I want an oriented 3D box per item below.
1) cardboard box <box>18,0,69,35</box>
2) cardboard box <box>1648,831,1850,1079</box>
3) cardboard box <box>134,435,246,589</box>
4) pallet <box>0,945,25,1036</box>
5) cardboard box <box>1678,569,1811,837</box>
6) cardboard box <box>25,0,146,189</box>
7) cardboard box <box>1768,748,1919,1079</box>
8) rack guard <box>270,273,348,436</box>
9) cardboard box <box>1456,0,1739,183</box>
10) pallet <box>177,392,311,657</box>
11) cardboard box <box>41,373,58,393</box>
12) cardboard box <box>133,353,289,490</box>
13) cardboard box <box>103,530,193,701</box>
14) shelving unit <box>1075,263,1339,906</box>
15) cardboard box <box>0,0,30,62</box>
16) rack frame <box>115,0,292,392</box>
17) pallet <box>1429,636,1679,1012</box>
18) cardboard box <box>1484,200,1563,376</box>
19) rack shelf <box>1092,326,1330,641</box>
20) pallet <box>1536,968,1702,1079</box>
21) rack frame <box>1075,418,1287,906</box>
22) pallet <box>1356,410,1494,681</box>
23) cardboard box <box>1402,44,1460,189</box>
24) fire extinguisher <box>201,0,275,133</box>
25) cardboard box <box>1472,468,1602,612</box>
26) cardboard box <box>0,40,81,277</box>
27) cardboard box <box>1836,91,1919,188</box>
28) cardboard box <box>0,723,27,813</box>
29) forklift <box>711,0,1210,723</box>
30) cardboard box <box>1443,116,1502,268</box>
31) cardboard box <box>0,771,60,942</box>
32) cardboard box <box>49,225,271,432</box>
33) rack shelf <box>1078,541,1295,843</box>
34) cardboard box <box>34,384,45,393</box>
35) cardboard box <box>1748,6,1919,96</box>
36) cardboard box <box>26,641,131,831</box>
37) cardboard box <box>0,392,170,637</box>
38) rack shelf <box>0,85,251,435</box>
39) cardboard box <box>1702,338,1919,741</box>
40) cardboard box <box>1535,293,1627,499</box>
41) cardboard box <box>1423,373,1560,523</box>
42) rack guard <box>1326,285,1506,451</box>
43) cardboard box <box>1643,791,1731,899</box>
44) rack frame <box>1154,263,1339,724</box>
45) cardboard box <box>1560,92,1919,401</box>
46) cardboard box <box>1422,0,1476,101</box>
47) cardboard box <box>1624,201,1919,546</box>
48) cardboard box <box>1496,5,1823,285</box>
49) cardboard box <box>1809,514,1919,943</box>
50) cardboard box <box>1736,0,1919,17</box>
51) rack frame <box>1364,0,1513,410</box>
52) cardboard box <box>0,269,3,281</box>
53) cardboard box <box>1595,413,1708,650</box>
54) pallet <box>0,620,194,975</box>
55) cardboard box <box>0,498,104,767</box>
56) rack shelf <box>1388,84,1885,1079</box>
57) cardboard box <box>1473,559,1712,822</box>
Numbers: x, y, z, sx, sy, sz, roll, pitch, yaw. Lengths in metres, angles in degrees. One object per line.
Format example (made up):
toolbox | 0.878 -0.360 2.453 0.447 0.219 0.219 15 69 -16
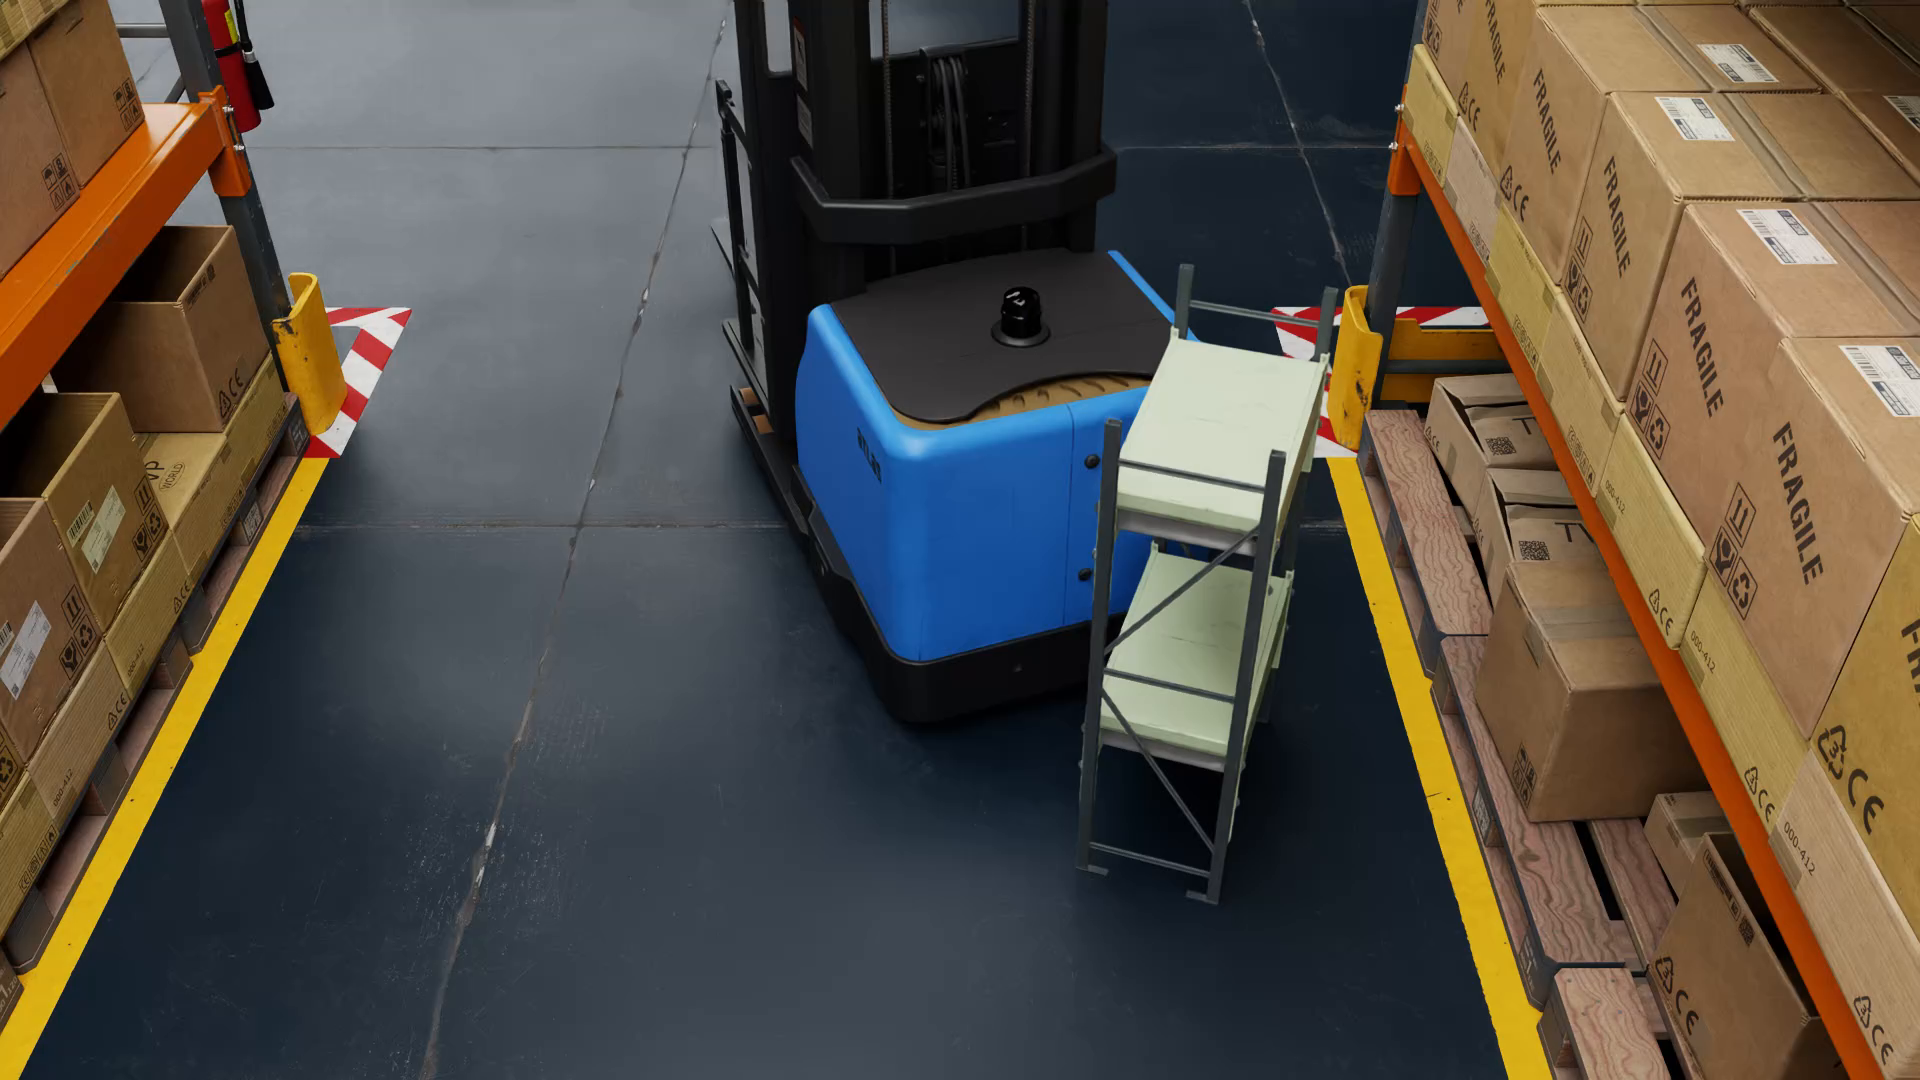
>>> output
cardboard box | -2.769 -1.541 4.676 0.380 0.149 0.250 1 39 1
cardboard box | 1.955 0.999 3.752 0.500 0.500 0.500 -3 39 -3
cardboard box | -2.653 -0.095 5.332 0.500 0.250 0.500 0 39 0
pallet | -2.916 1.441 3.783 1.003 0.211 1.213 0 39 0
cardboard box | 1.701 0.287 3.097 0.500 0.250 0.500 0 39 0
cardboard box | -2.974 -1.399 5.017 0.700 0.500 0.500 0 39 0
cardboard box | 1.693 0.599 2.708 0.500 0.250 0.500 0 39 0
rack guard | -2.962 -0.691 6.213 1.175 0.500 0.348 0 39 0
cardboard box | 1.683 -1.292 4.467 0.500 0.500 0.500 0 39 0
pallet | -2.919 -0.085 5.687 1.003 0.211 1.213 0 39 0
cardboard box | -3.184 -0.407 5.722 0.500 0.250 0.500 0 39 0
cardboard box | -2.666 -0.407 5.723 0.500 0.250 0.500 0 39 0
cardboard box | -2.651 0.218 4.942 0.500 0.250 0.500 0 39 0
shelving unit | 0.631 0.145 4.370 0.431 1.500 0.755 12 40 15
cardboard box | -2.769 -1.381 4.476 0.380 0.149 0.250 -1 39 -1
rack frame | -2.962 -1.652 5.412 1.000 3.000 0.127 0 39 0
pallet | 1.956 0.747 4.649 1.003 0.211 1.213 0 39 0
cardboard box | 1.685 -0.658 4.276 0.500 0.250 0.500 -1 39 -1
rack shelf | 0.631 -0.160 4.126 0.431 0.370 0.720 12 40 15
pallet | 1.960 1.512 3.694 1.003 0.211 1.213 0 39 0
rack frame | 0.513 0.361 4.100 0.400 1.500 0.023 12 40 15
pallet | 1.958 -0.014 5.598 1.003 0.211 1.213 0 39 0
cardboard box | 1.675 -1.301 5.079 0.500 0.250 0.500 -1 39 -1
fire extinguisher | -2.497 -1.696 5.529 0.296 0.674 0.183 0 39 0
cardboard box | 1.903 0.009 5.138 0.500 0.311 0.500 3 39 4
cardboard box | -2.969 -1.070 4.607 0.700 0.500 0.500 1 39 1
cardboard box | 2.201 -0.652 3.669 0.500 0.500 0.500 0 39 1
cardboard box | -2.646 0.551 3.927 0.500 0.500 0.500 0 39 0
forklift | -0.217 -1.523 5.307 1.130 2.935 3.031 -13 41 -16
cardboard box | 1.690 -0.977 4.674 0.500 0.250 0.500 -1 39 -1
cardboard box | -2.645 0.843 4.162 0.500 0.250 0.500 0 39 0
cardboard box | -2.663 -0.700 5.488 0.500 0.500 0.500 0 39 0
rack shelf | 0.631 0.399 4.574 0.431 0.370 0.720 12 40 15
cardboard box | -3.181 -0.387 5.097 0.500 0.500 0.500 0 39 0
cardboard box | 2.201 -0.967 4.062 0.500 0.500 0.500 -1 39 -1
cardboard box | -2.652 0.531 4.552 0.500 0.250 0.500 0 39 0
cardboard box | -2.648 -0.075 4.708 0.500 0.500 0.500 0 39 0
rack shelf | -2.959 -0.120 4.077 1.077 0.370 4.000 0 39 0
cardboard box | 1.681 -0.005 2.862 0.500 0.500 0.500 0 39 0
cardboard box | 1.683 -0.342 3.882 0.500 0.250 0.500 0 39 0
cardboard box | 1.903 -0.347 5.583 0.500 0.311 0.500 -4 39 -5
rack guard | 1.992 -0.635 6.142 1.175 0.500 0.348 0 39 0
cardboard box | 2.015 0.785 4.300 0.380 0.149 0.250 -3 39 -4
rack frame | 0.749 -0.072 4.641 0.400 1.500 0.023 12 40 15
cardboard box | 1.689 -0.646 3.661 0.500 0.500 0.500 1 39 1
cardboard box | 1.692 -1.601 4.853 0.500 0.500 0.500 0 39 0
cardboard box | 1.691 -0.320 3.255 0.500 0.500 0.500 -1 39 -1
cardboard box | 1.677 -0.968 4.064 0.500 0.500 0.500 -1 39 -2
cardboard box | 1.687 0.307 2.473 0.500 0.500 0.500 0 39 0
cardboard box | 2.196 -1.290 4.465 0.500 0.500 0.500 0 39 1
rack frame | 1.992 -1.657 5.420 1.000 3.000 0.127 0 39 0
cardboard box | -2.974 -0.760 4.219 0.700 0.500 0.500 0 39 0
cardboard box | 1.685 -0.027 3.489 0.500 0.250 0.500 0 39 0
pallet | -2.920 0.676 4.738 1.003 0.211 1.213 0 39 0
cardboard box | -2.648 0.238 4.318 0.500 0.500 0.500 0 39 0
rack shelf | 1.994 -0.126 4.084 1.077 0.370 4.000 0 39 0
cardboard box | 1.854 0.394 4.506 0.700 0.500 0.500 -2 39 -3
